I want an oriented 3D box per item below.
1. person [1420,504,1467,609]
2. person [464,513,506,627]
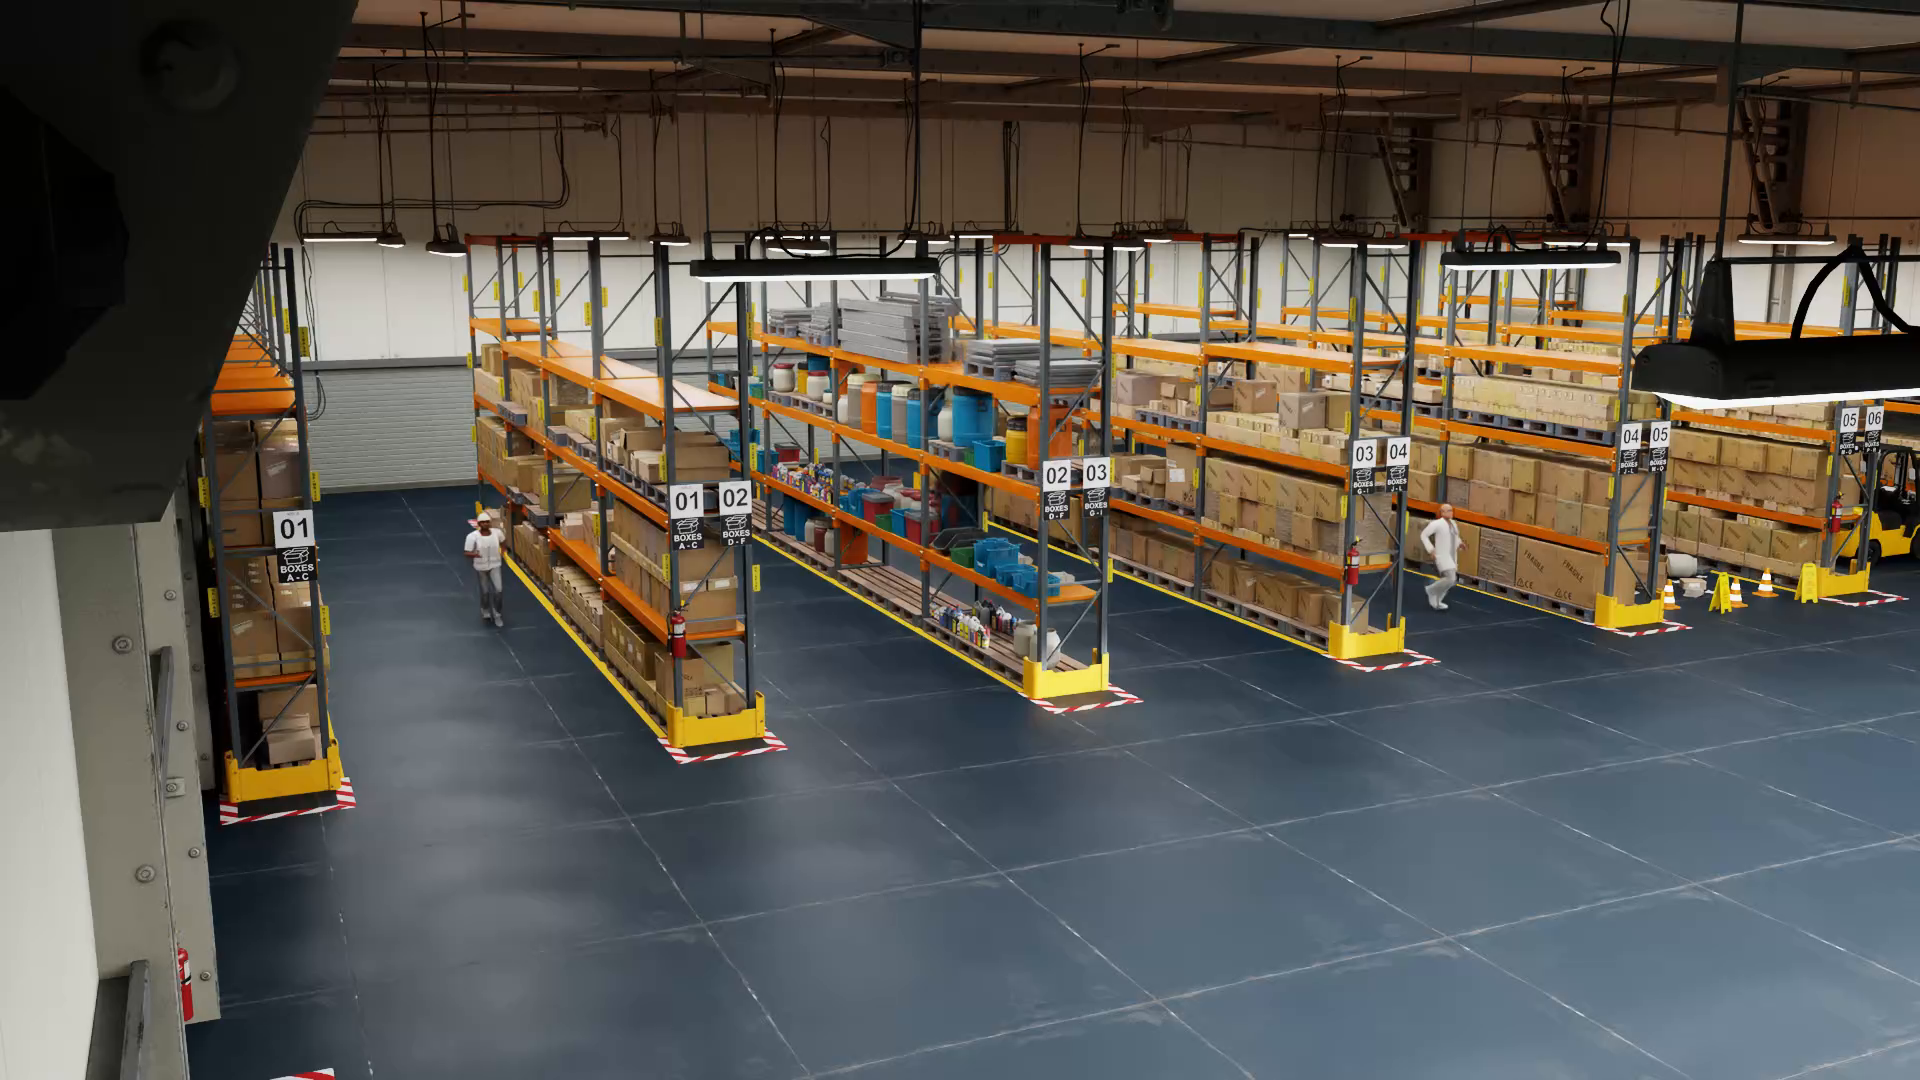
[{"bbox_3d":[7.919,0.287,27.029,0.704,1.734,0.653,-8,14,-36],"label":"person"},{"bbox_3d":[-7.419,0.471,26.121,0.672,1.823,0.762,-5,12,-22],"label":"person"}]
